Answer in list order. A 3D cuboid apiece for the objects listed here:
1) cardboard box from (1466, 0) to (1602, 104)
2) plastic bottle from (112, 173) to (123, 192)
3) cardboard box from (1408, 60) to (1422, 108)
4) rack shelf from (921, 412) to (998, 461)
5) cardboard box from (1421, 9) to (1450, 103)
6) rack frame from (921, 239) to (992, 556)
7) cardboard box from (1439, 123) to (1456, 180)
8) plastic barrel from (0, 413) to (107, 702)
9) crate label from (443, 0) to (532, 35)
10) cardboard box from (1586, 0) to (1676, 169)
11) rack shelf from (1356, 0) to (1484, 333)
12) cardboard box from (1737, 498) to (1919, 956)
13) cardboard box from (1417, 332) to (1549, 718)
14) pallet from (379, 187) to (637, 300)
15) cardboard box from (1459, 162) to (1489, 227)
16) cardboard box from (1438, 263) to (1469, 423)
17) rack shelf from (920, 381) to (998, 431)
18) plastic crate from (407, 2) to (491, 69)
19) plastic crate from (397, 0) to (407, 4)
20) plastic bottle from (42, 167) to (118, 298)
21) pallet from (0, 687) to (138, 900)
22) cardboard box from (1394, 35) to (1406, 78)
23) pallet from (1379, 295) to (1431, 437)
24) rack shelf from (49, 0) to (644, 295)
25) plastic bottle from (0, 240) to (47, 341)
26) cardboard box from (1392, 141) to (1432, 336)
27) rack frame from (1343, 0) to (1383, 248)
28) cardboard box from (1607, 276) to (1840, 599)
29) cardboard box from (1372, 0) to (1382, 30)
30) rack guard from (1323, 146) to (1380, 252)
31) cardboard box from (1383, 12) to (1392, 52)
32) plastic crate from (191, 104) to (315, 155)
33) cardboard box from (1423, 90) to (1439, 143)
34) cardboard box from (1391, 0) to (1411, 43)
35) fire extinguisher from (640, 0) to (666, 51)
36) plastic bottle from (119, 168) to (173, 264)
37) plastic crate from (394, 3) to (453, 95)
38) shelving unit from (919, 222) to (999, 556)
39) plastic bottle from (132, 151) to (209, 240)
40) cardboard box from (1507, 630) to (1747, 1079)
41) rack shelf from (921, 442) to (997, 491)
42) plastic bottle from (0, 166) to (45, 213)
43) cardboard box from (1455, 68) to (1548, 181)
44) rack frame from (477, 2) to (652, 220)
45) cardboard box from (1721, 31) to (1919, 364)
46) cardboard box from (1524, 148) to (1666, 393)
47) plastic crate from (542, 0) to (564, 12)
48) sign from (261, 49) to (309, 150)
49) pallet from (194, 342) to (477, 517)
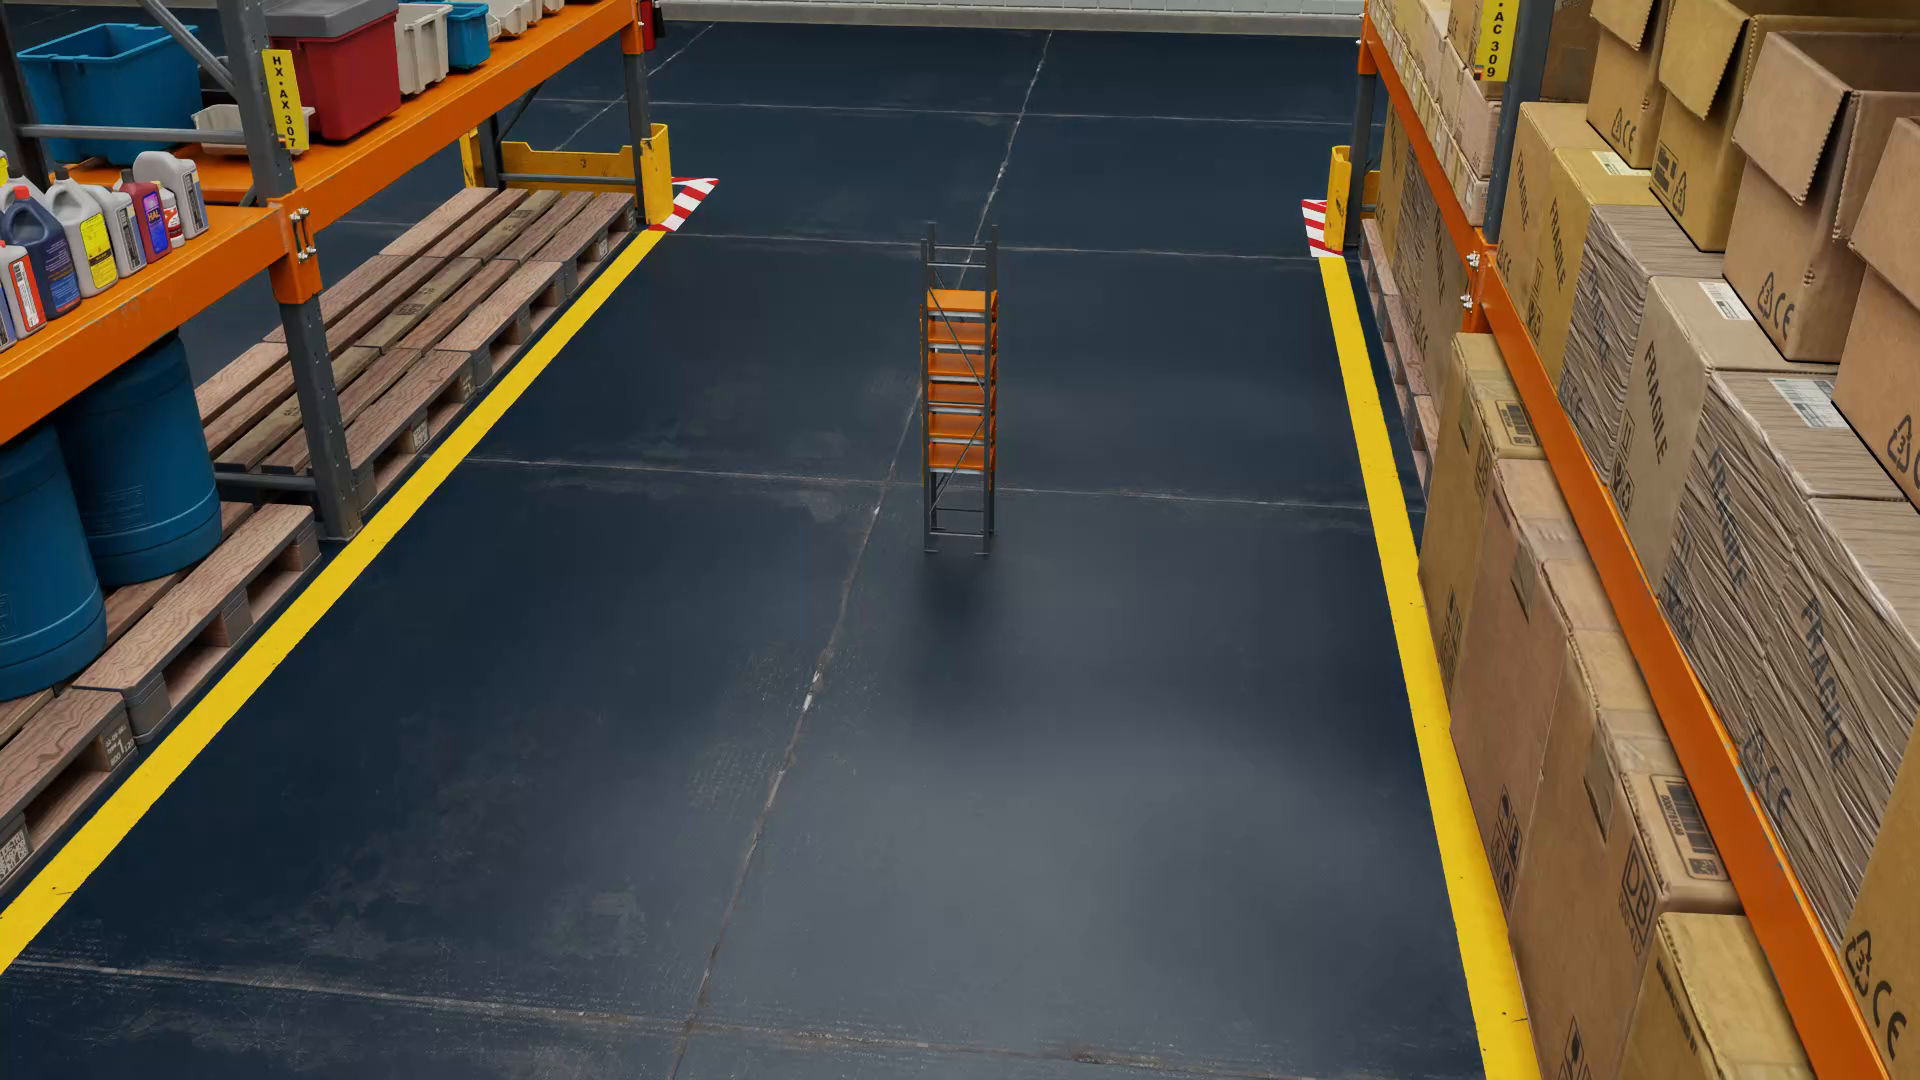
[{"bbox_3d":[1.933,-1.702,5.301,0.500,0.500,0.500,4,29,8],"label":"cardboard box"},{"bbox_3d":[-2.627,-1.070,5.283,0.097,0.201,0.097,0,28,0],"label":"plastic bottle"},{"bbox_3d":[2.044,-1.852,6.790,0.380,0.149,0.250,4,29,7],"label":"cardboard box"},{"bbox_3d":[-0.002,-0.377,6.031,0.258,0.103,0.180,3,28,6],"label":"rack shelf"},{"bbox_3d":[2.059,-1.847,6.361,0.500,0.250,0.500,4,29,7],"label":"cardboard box"},{"bbox_3d":[-0.013,-0.478,5.873,0.240,1.200,0.006,3,28,6],"label":"rack frame"},{"bbox_3d":[1.918,-1.369,5.894,0.380,0.149,0.250,3,28,5],"label":"cardboard box"},{"bbox_3d":[-2.944,-0.036,4.924,0.600,0.901,0.708,3,28,6],"label":"plastic barrel"},{"bbox_3d":[-2.263,-2.494,7.931,0.396,0.136,0.243,3,28,6],"label":"crate label"},{"bbox_3d":[2.072,-1.260,4.263,0.797,0.503,0.637,3,28,5],"label":"cardboard box"},{"bbox_3d":[2.387,-1.700,7.002,1.077,0.370,4.000,3,28,6],"label":"rack shelf"},{"bbox_3d":[1.534,0.282,2.458,0.500,0.500,0.500,3,28,6],"label":"cardboard box"},{"bbox_3d":[2.084,-0.023,4.927,1.225,0.875,0.875,3,29,6],"label":"cardboard box"},{"bbox_3d":[-2.423,-1.633,9.058,1.003,0.211,1.213,3,28,6],"label":"pallet"},{"bbox_3d":[1.855,-1.127,5.445,0.380,0.149,0.250,4,29,6],"label":"cardboard box"},{"bbox_3d":[2.303,-0.631,6.056,0.875,0.875,0.875,3,28,6],"label":"cardboard box"},{"bbox_3d":[-0.002,-0.482,5.974,0.258,0.103,0.180,3,28,6],"label":"rack shelf"},{"bbox_3d":[-2.280,-2.217,7.316,0.416,0.233,0.300,3,28,6],"label":"plastic crate"},{"bbox_3d":[-2.801,-2.482,7.808,0.416,0.233,0.300,3,28,6],"label":"plastic crate"},{"bbox_3d":[-2.561,-0.890,4.791,0.144,0.351,0.185,3,28,6],"label":"plastic bottle"},{"bbox_3d":[-3.056,0.801,4.541,1.003,0.211,1.213,3,28,6],"label":"pallet"},{"bbox_3d":[2.106,-2.094,7.240,0.380,0.149,0.250,3,28,6],"label":"cardboard box"},{"bbox_3d":[2.460,-0.777,7.470,1.003,0.211,1.213,3,28,6],"label":"pallet"},{"bbox_3d":[-2.528,-1.988,7.536,1.077,0.370,4.000,3,28,6],"label":"rack shelf"},{"bbox_3d":[-2.607,-0.695,4.508,0.152,0.276,0.135,3,28,6],"label":"plastic bottle"},{"bbox_3d":[2.522,-1.474,7.620,0.875,0.875,0.875,3,28,6],"label":"cardboard box"},{"bbox_3d":[2.633,-2.958,8.579,1.000,3.000,0.127,3,28,6],"label":"rack frame"},{"bbox_3d":[1.657,-0.202,3.356,0.500,0.500,0.500,4,29,7],"label":"cardboard box"},{"bbox_3d":[2.231,-2.579,8.139,0.380,0.149,0.250,3,28,5],"label":"cardboard box"},{"bbox_3d":[2.635,-1.869,9.192,1.175,0.500,0.348,3,28,6],"label":"rack guard"},{"bbox_3d":[2.170,-2.336,7.688,0.380,0.149,0.250,3,28,5],"label":"cardboard box"},{"bbox_3d":[-2.574,-1.484,6.057,0.396,0.136,0.243,3,28,6],"label":"plastic crate"},{"bbox_3d":[1.980,-1.612,6.344,0.380,0.149,0.250,4,29,7],"label":"cardboard box"},{"bbox_3d":[2.183,-2.332,7.260,0.500,0.250,0.500,2,28,4],"label":"cardboard box"},{"bbox_3d":[-1.814,-3.093,9.302,0.296,0.674,0.183,3,28,6],"label":"fire extinguisher"},{"bbox_3d":[-2.484,-0.996,5.059,0.061,0.283,0.133,3,28,6],"label":"plastic bottle"},{"bbox_3d":[-2.403,-2.046,6.946,0.437,0.282,0.530,3,28,6],"label":"plastic crate"},{"bbox_3d":[-0.002,-0.521,5.953,0.258,1.200,0.189,3,28,6],"label":"shelving unit"},{"bbox_3d":[-2.501,-1.104,5.268,0.152,0.276,0.135,3,28,6],"label":"plastic bottle"},{"bbox_3d":[1.874,0.815,3.372,1.225,0.875,0.875,3,29,6],"label":"cardboard box"},{"bbox_3d":[-0.002,-0.271,6.088,0.258,0.103,0.180,3,28,6],"label":"rack shelf"},{"bbox_3d":[-2.704,-0.898,4.807,0.144,0.351,0.185,3,28,6],"label":"plastic bottle"},{"bbox_3d":[1.936,-1.363,5.463,0.500,0.250,0.500,3,28,5],"label":"cardboard box"},{"bbox_3d":[-2.283,-3.246,9.113,1.000,3.000,0.127,3,28,6],"label":"rack frame"},{"bbox_3d":[1.916,-0.644,3.120,0.797,0.503,0.637,4,29,8],"label":"cardboard box"},{"bbox_3d":[1.777,-0.681,4.246,0.500,0.500,0.500,3,28,6],"label":"cardboard box"},{"bbox_3d":[-2.203,-2.762,8.429,0.396,0.136,0.243,3,28,6],"label":"plastic crate"},{"bbox_3d":[-2.228,-1.452,5.491,0.100,0.325,0.005,3,28,6],"label":"sign"},{"bbox_3d":[-2.722,-0.484,6.926,1.003,0.211,1.213,3,28,6],"label":"pallet"}]
